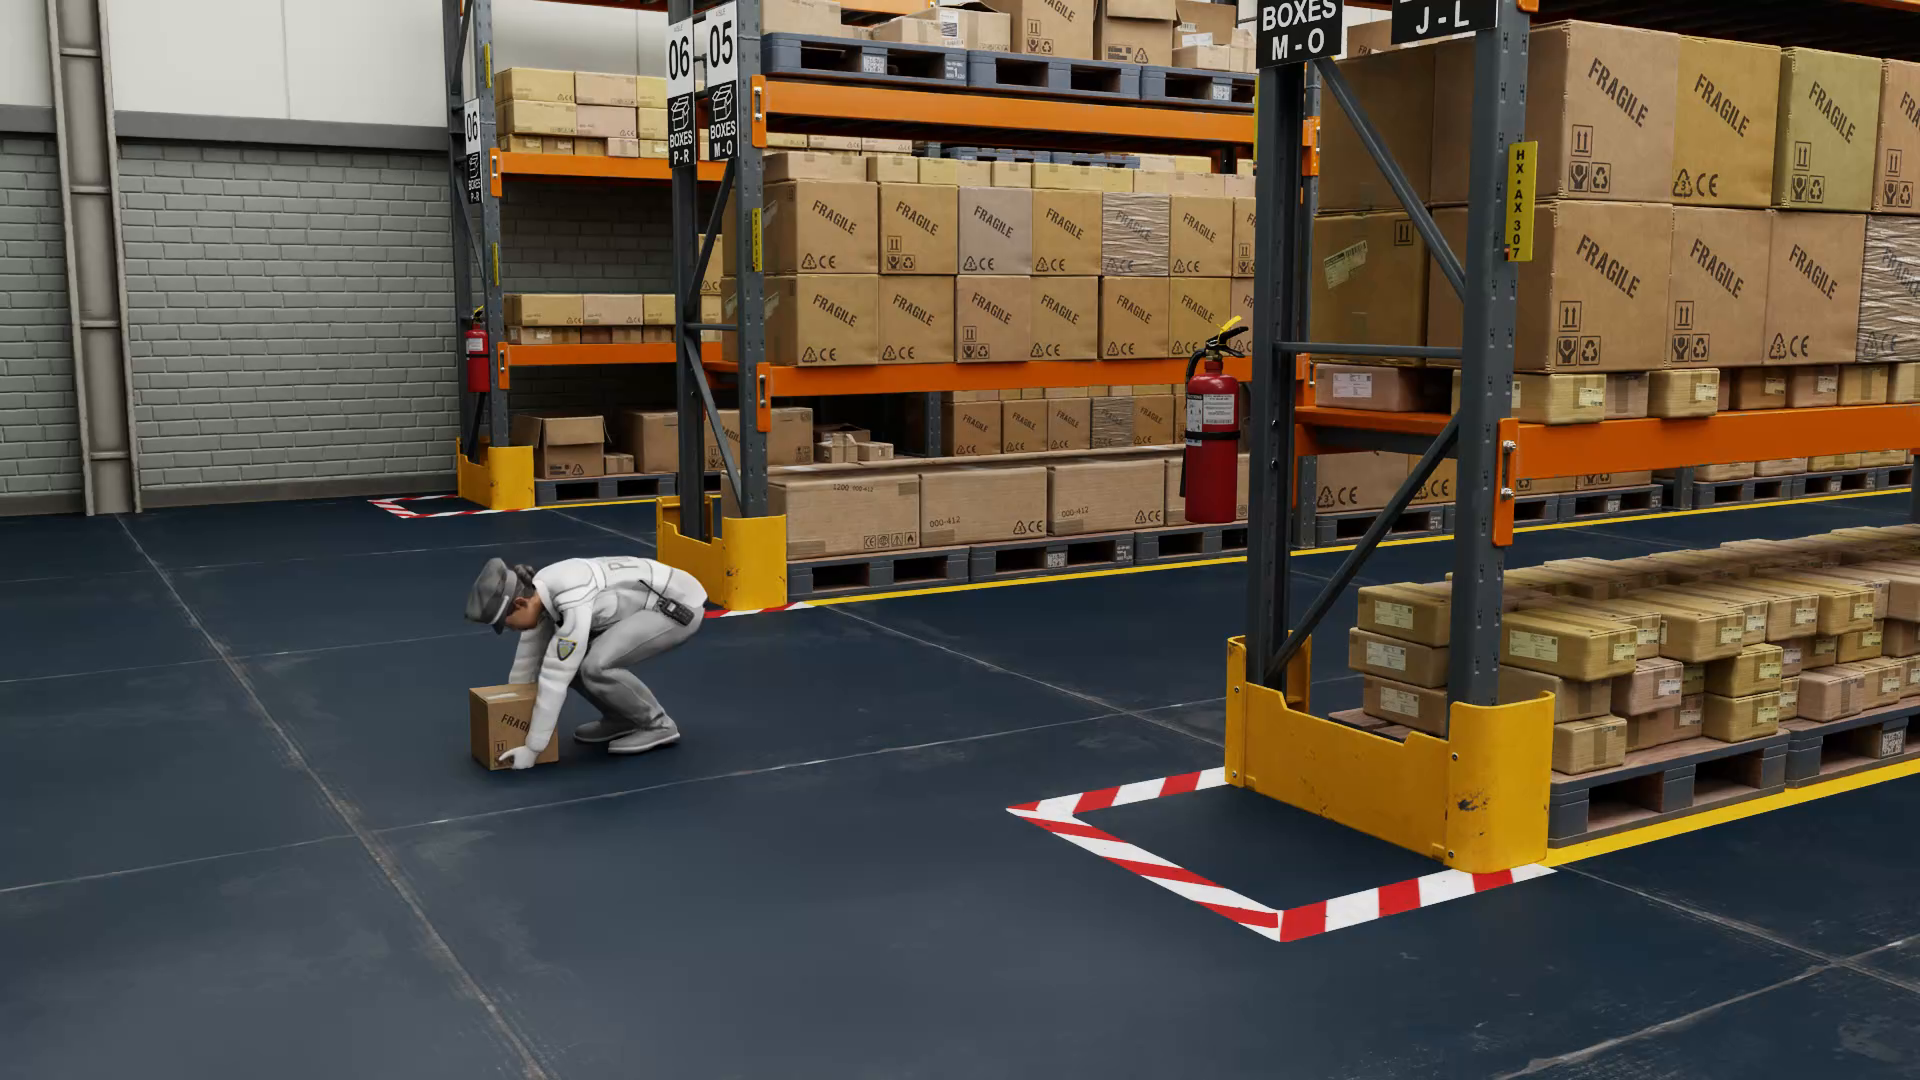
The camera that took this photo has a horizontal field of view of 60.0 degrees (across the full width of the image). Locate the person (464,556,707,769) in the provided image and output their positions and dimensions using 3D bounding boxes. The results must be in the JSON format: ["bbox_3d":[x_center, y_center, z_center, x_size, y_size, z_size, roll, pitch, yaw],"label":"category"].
[{"bbox_3d":[-1.383,0.416,6.180,0.914,0.770,0.448,-5,10,-32],"label":"person"}]
